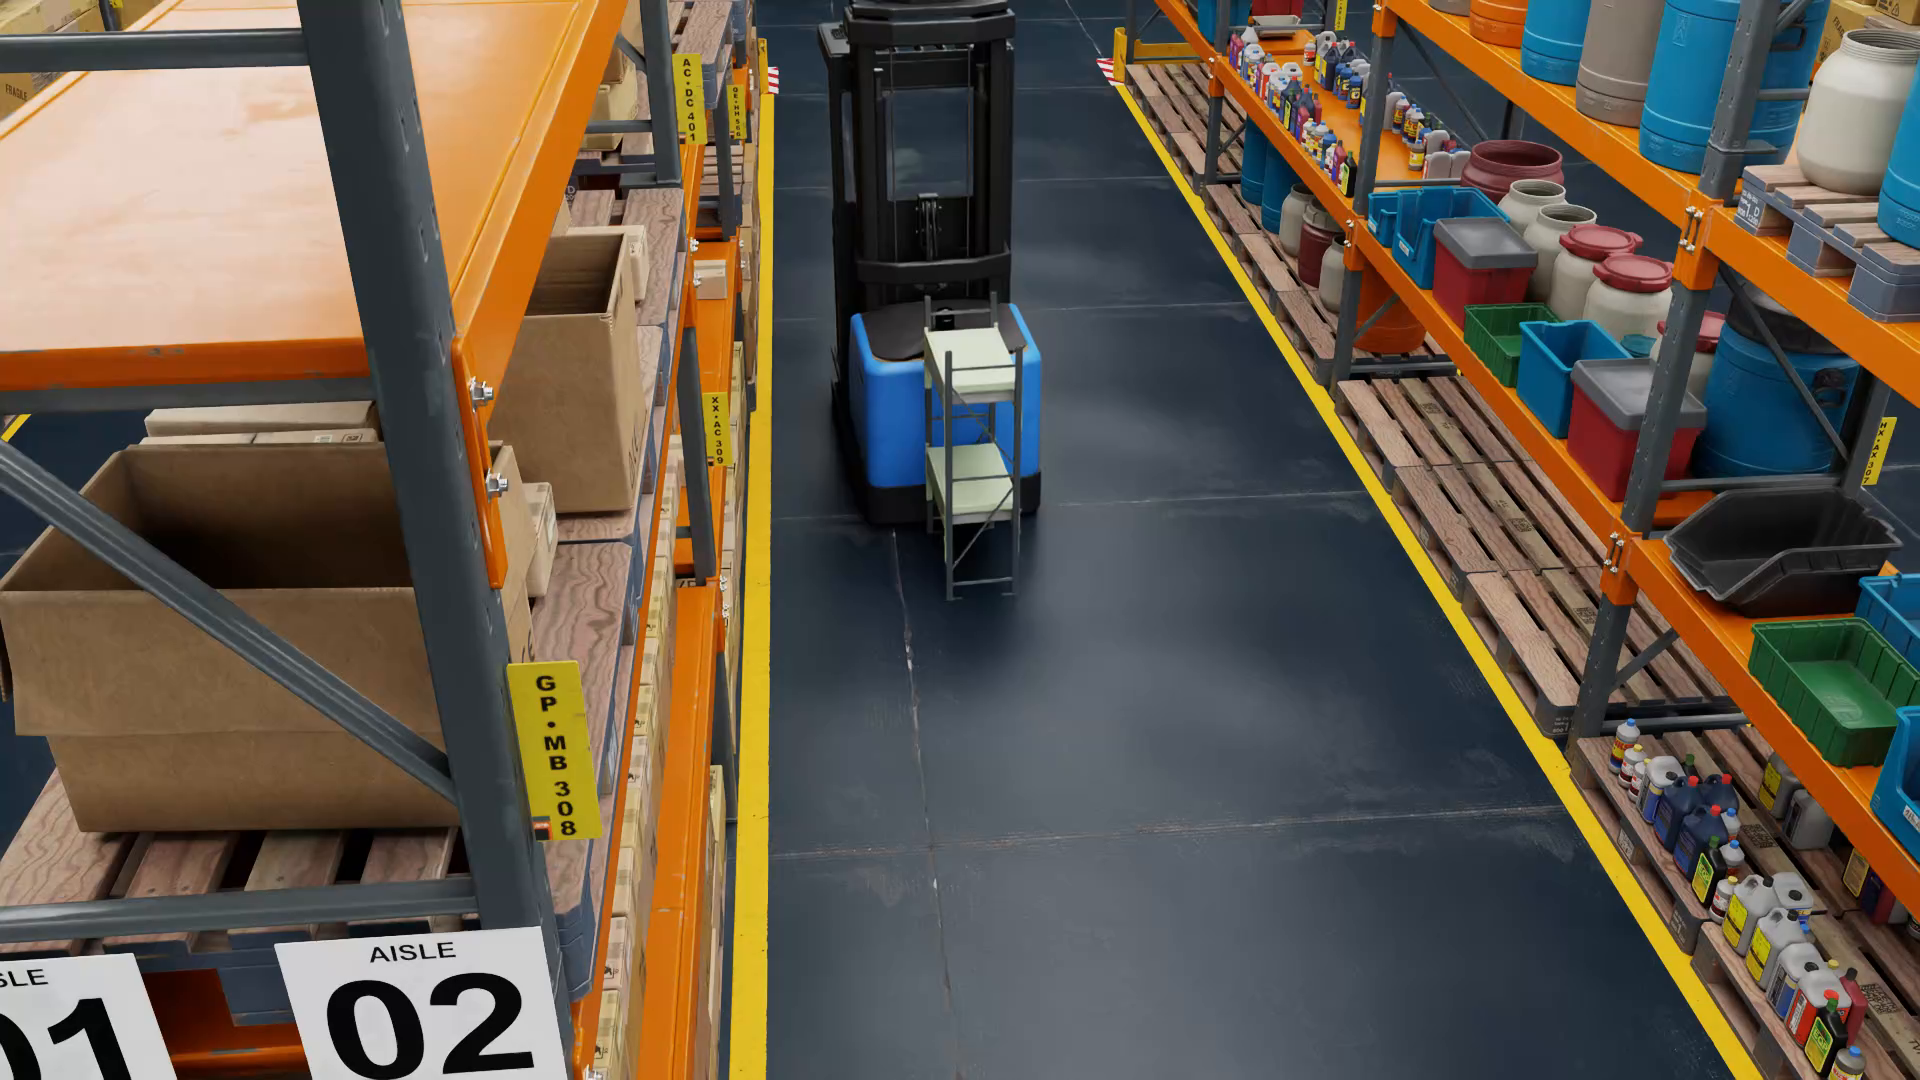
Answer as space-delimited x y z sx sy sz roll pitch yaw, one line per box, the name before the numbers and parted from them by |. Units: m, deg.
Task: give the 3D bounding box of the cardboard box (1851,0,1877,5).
cardboard box | 7.663 -4.712 13.639 0.797 0.503 0.637 -4 31 -6

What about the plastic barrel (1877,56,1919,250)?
plastic barrel | 3.398 -1.413 5.367 0.600 0.901 0.708 -3 31 -5

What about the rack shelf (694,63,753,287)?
rack shelf | -2.081 -2.762 12.151 1.077 0.370 4.000 -3 31 -5

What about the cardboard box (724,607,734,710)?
cardboard box | -1.311 0.529 7.664 0.500 0.311 0.500 -3 31 -4

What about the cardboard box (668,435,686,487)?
cardboard box | -1.400 -0.362 7.676 0.380 0.149 0.250 -3 31 -5

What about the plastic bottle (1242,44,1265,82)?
plastic bottle | 2.362 -3.832 13.363 0.152 0.276 0.135 -3 31 -5

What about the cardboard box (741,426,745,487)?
cardboard box | -1.550 -0.529 9.984 0.500 0.250 0.500 -3 31 -5

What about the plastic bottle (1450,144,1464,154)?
plastic bottle | 3.336 -2.527 11.181 0.097 0.271 0.097 0 31 0

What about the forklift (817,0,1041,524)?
forklift | -0.267 -2.092 10.394 1.130 2.935 3.031 -5 31 -8

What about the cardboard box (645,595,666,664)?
cardboard box | -1.188 0.319 5.560 0.380 0.149 0.250 -3 31 -5

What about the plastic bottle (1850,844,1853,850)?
plastic bottle | 3.833 1.229 6.988 0.061 0.283 0.133 -1 31 -1

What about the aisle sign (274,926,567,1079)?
aisle sign | -0.836 0.938 2.720 0.394 0.787 0.004 -3 31 -5

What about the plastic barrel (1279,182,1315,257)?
plastic barrel | 2.728 -2.507 13.039 0.421 0.512 0.421 0 31 0

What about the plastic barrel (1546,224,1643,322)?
plastic barrel | 3.432 -1.395 9.029 0.433 0.535 0.433 0 31 0

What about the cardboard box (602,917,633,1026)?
cardboard box | -1.040 1.112 4.234 0.380 0.149 0.250 -3 31 -5

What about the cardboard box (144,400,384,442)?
cardboard box | -1.569 -0.314 3.967 0.500 0.311 0.500 1 31 1

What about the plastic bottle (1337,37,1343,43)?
plastic bottle | 3.090 -3.975 13.595 0.061 0.283 0.133 -3 31 -5

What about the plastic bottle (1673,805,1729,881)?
plastic bottle | 3.092 1.234 6.914 0.144 0.351 0.185 -4 31 -7

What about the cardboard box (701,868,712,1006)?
cardboard box | -1.174 1.408 6.008 0.500 0.500 0.500 -3 31 -5

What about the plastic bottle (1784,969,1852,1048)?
plastic bottle | 3.181 1.733 6.151 0.152 0.276 0.135 -3 31 -4

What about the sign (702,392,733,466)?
sign | -0.968 -0.440 6.641 0.100 0.325 0.005 -3 31 -5

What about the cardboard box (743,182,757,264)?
cardboard box | -1.852 -2.460 12.953 0.500 0.500 0.500 -2 31 -4

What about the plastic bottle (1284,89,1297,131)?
plastic bottle | 2.439 -3.167 12.241 0.061 0.283 0.133 -3 31 -5

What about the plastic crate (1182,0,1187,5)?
plastic crate | 2.202 -5.114 15.586 0.293 0.136 0.466 -3 31 -5

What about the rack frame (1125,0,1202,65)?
rack frame | 2.291 -6.369 17.489 1.000 3.000 0.127 -3 31 -5

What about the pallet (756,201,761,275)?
pallet | -2.154 -2.481 13.698 1.003 0.211 1.213 -3 31 -5

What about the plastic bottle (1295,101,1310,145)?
plastic bottle | 2.469 -3.004 11.969 0.061 0.283 0.133 -3 31 -5

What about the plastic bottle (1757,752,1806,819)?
plastic bottle | 3.615 1.028 7.259 0.144 0.351 0.185 -3 31 -5

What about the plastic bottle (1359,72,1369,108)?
plastic bottle | 3.138 -3.457 12.734 0.152 0.276 0.135 -3 31 -5

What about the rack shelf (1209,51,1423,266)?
rack shelf | 2.851 -2.997 12.545 1.077 0.370 4.000 -3 31 -5

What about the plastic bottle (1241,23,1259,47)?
plastic bottle | 2.378 -4.090 13.721 0.144 0.351 0.185 -3 31 -5

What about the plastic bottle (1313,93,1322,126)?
plastic bottle | 2.595 -3.106 12.139 0.061 0.283 0.133 -3 31 -5

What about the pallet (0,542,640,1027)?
pallet | -1.187 0.423 3.278 1.003 0.211 1.213 -3 31 -5

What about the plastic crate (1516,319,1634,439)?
plastic crate | 2.999 -0.784 8.154 0.392 0.384 0.575 -3 31 -5

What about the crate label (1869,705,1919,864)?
crate label | 3.344 0.858 5.355 0.502 0.435 0.616 -3 31 -5

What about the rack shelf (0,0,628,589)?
rack shelf | -1.333 -1.081 3.877 1.077 0.370 4.000 -3 31 -5

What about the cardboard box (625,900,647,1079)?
cardboard box | -1.272 1.231 4.666 0.700 0.500 0.500 -3 31 -4

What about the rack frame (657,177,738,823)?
rack frame | -1.520 -0.007 6.838 1.000 3.000 0.127 -3 31 -5

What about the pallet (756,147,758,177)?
pallet | -2.331 -3.245 14.978 1.003 0.211 1.213 -3 31 -5

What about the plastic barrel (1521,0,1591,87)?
plastic barrel | 3.026 -2.663 7.869 0.600 0.901 0.708 -3 31 -5

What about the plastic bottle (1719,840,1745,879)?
plastic bottle | 3.143 1.341 6.811 0.097 0.271 0.097 0 31 0

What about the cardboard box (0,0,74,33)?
cardboard box | -6.863 -3.866 12.159 0.500 0.250 0.500 -2 31 -4

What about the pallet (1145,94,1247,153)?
pallet | 2.440 -4.128 16.455 1.003 0.211 1.213 -3 31 -5

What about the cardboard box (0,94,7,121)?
cardboard box | -6.701 -2.771 11.057 0.500 0.500 0.500 -3 31 -5

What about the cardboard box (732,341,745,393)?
cardboard box | -1.600 -1.034 10.282 0.500 0.311 0.500 -2 31 -3

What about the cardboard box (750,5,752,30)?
cardboard box | -2.095 -4.669 14.545 0.500 0.500 0.500 -2 31 -4

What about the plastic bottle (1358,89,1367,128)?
plastic bottle | 3.040 -3.214 12.254 0.144 0.351 0.185 -3 31 -5

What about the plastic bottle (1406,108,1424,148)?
plastic bottle | 3.259 -2.949 11.888 0.097 0.271 0.097 0 31 0

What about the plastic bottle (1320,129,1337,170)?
plastic bottle | 2.543 -2.693 11.459 0.097 0.271 0.097 0 31 0

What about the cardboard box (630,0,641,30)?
cardboard box | -1.615 -2.339 6.822 0.500 0.500 0.500 0 31 0

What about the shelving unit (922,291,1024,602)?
shelving unit | 0.063 -0.512 9.144 0.431 1.500 0.755 -5 31 -8

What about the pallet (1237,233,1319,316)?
pallet | 2.812 -2.110 13.077 1.003 0.211 1.213 -3 31 -5
